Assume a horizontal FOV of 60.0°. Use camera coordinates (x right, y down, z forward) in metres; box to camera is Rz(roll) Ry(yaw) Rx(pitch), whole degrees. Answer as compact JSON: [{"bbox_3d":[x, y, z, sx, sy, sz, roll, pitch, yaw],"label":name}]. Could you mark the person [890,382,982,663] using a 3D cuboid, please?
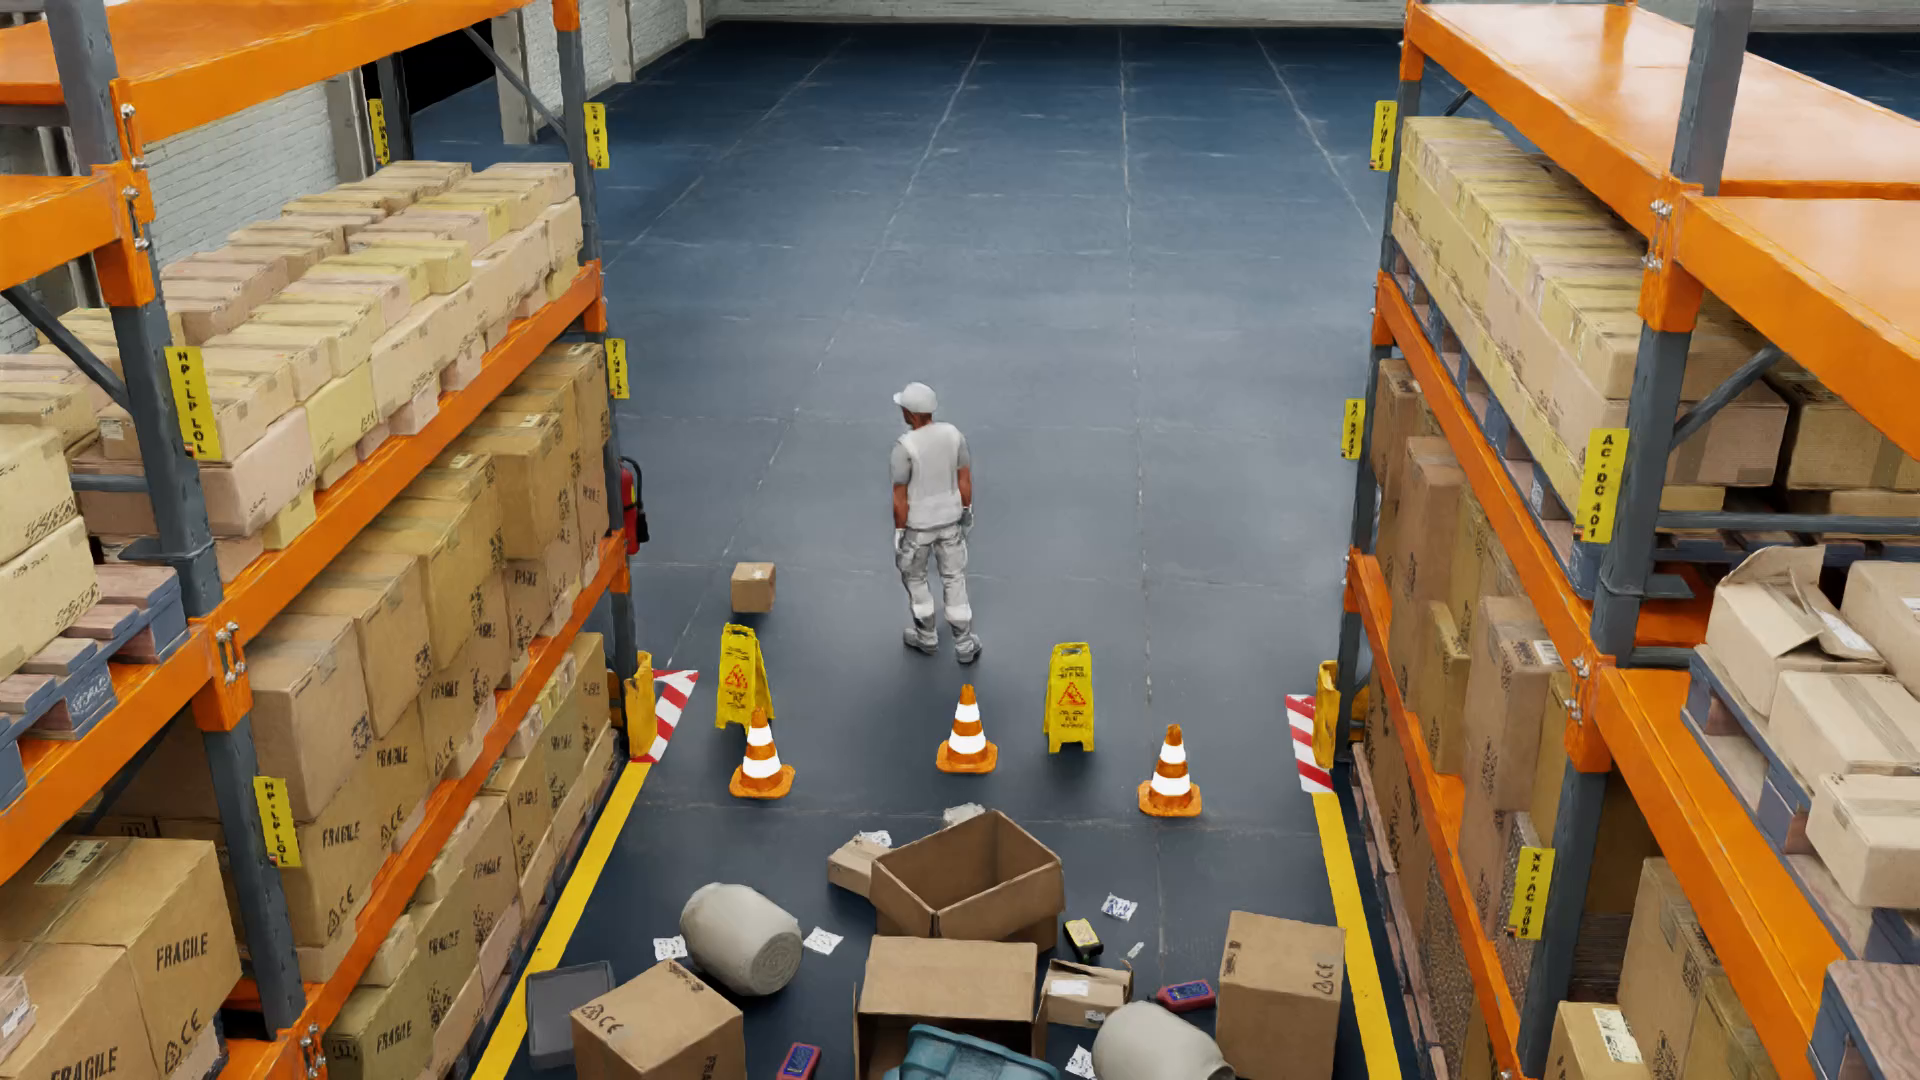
[{"bbox_3d":[-0.151,-0.101,10.215,0.578,1.777,0.562,-12,27,-25],"label":"person"}]
